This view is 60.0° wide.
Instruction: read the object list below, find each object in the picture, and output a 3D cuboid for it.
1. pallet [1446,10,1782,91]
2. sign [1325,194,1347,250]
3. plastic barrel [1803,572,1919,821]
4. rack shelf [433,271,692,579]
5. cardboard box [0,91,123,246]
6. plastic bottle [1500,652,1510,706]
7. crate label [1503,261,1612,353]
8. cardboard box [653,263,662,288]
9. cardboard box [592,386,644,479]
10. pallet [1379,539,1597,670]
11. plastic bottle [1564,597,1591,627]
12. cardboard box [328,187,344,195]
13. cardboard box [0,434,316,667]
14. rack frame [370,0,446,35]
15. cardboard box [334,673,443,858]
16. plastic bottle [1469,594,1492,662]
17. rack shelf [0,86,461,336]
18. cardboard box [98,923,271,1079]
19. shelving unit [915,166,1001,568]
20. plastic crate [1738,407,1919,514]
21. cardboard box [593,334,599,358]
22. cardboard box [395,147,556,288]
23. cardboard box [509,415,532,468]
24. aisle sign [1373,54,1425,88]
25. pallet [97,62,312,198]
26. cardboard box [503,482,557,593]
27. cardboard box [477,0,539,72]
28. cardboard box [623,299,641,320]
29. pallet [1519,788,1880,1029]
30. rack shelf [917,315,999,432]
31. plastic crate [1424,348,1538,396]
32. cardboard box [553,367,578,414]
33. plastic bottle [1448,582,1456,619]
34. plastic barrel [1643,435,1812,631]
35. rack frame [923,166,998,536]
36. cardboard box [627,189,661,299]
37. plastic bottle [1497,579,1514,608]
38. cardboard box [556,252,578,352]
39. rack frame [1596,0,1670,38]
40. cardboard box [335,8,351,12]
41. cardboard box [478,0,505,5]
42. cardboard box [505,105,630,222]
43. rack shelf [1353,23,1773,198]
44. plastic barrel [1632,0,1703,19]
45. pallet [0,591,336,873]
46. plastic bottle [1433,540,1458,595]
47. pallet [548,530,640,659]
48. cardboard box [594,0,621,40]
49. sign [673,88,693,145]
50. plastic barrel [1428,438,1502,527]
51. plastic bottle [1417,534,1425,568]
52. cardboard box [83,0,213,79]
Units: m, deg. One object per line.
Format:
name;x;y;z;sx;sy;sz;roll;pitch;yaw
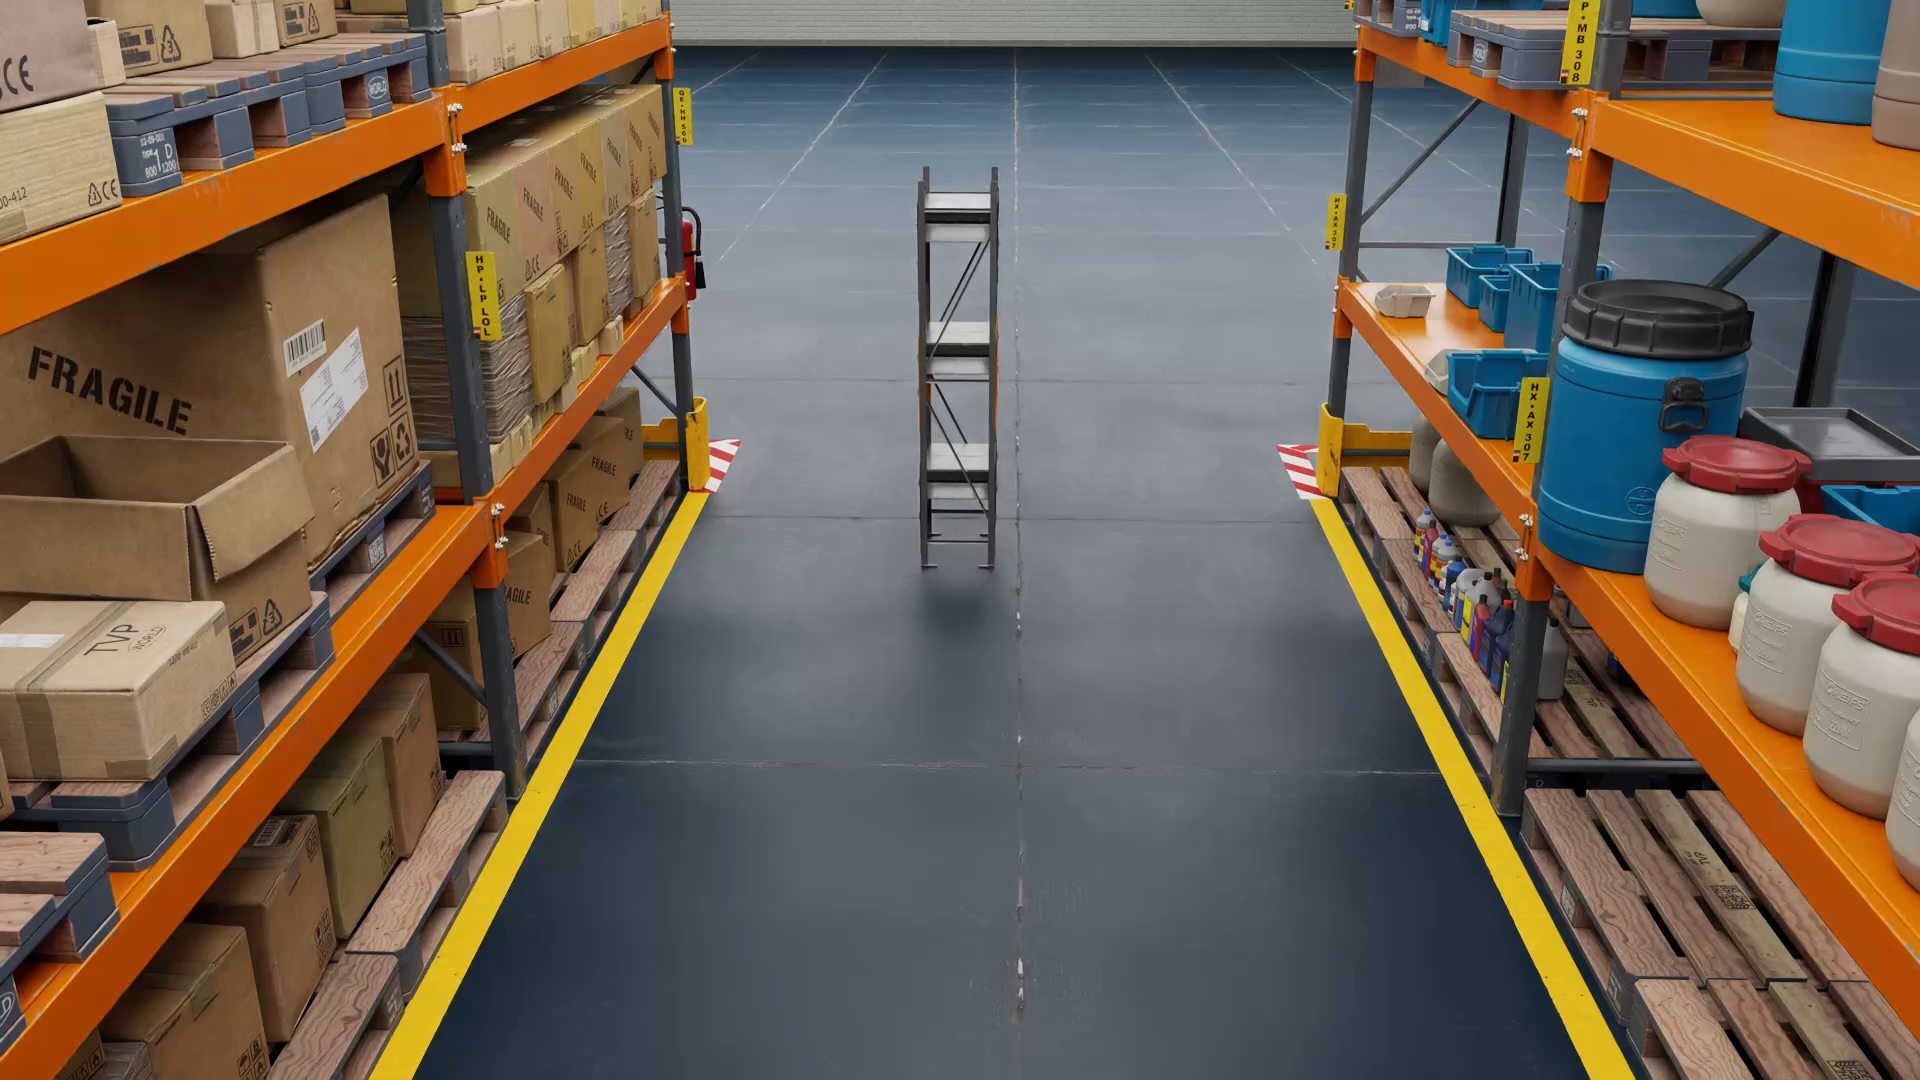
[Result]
pallet;2.580;-1.874;6.325;1.213;0.211;1.003;1;21;2
sign;2.228;-1.884;9.856;0.100;0.325;0.005;1;21;2
plastic barrel;2.372;0.401;4.162;0.433;0.535;0.433;0;21;0
rack shelf;-2.234;-0.743;8.293;1.077;0.370;4.000;1;21;2
cardboard box;-2.126;-0.777;3.445;0.500;0.250;0.500;1;21;3
plastic bottle;2.341;0.582;7.028;0.061;0.283;0.133;2;21;4
crate label;2.992;-1.096;8.157;0.502;0.435;0.616;1;21;2
cardboard box;-1.976;-1.580;9.800;0.380;0.149;0.250;1;21;2
cardboard box;-2.209;-0.607;9.821;0.500;0.500;0.500;5;22;12
pallet;2.752;0.314;8.428;1.003;0.211;1.213;1;21;2
plastic bottle;2.965;0.262;7.865;0.152;0.276;0.135;1;21;2
cardboard box;-2.556;-1.173;6.473;0.500;0.500;0.500;1;21;2
cardboard box;-2.255;0.028;4.586;0.797;0.503;0.637;3;21;7
rack frame;-2.295;-3.153;5.214;1.000;3.000;0.127;1;21;2
cardboard box;-2.335;0.826;6.100;0.700;0.500;0.500;-1;21;-3
plastic bottle;2.356;0.395;7.511;0.061;0.283;0.133;2;21;5
rack shelf;-2.356;-0.696;4.023;1.077;0.370;4.000;1;21;2
cardboard box;-2.402;1.403;4.615;0.700;0.500;0.500;2;21;6
shelving unit;-0.005;-0.919;8.995;0.431;2.100;0.503;1;21;2
plastic crate;2.947;-0.153;5.687;0.402;0.464;0.583;1;21;2
cardboard box;-1.993;-0.946;8.169;0.380;0.149;0.250;1;21;2
cardboard box;-2.013;-1.348;6.924;0.500;0.500;0.500;1;21;2
cardboard box;-1.967;-0.403;6.769;0.380;0.149;0.250;1;21;2
aisle sign;2.487;-2.989;9.491;0.394;0.787;0.004;1;21;2
pallet;-2.449;-1.070;4.252;1.213;0.211;1.003;1;21;2
cardboard box;-2.293;0.037;8.162;0.500;0.500;0.500;-1;21;-3
cardboard box;-2.014;-2.035;6.689;0.500;0.250;0.500;0;21;1
cardboard box;-1.963;-1.308;9.101;0.380;0.149;0.250;1;21;2
pallet;2.671;1.283;5.930;1.003;0.211;1.213;1;21;2
rack shelf;-0.005;-0.906;9.000;0.431;0.518;0.480;1;21;2
plastic crate;2.452;-0.768;7.727;0.530;0.136;0.437;1;21;2
cardboard box;-1.940;-0.674;7.468;0.380;0.149;0.250;1;21;2
plastic bottle;2.388;0.274;7.935;0.097;0.201;0.097;0;21;0
plastic barrel;2.407;-0.021;5.249;0.433;0.535;0.433;0;21;0
rack frame;0.002;-1.007;9.222;0.400;2.100;0.015;1;21;2
cardboard box;-2.113;-1.607;8.974;0.875;0.500;0.500;1;21;2
plastic bottle;2.506;0.330;7.680;0.061;0.283;0.133;1;21;2
cardboard box;-2.255;-1.065;7.578;0.875;0.500;0.500;1;21;2
rack frame;2.656;-3.098;5.073;1.000;3.000;0.127;1;21;2
cardboard box;-2.542;-1.852;6.216;0.500;0.250;0.500;1;21;4
cardboard box;-2.007;-2.179;6.509;0.380;0.149;0.250;1;21;2
cardboard box;-1.970;-1.890;8.322;0.500;0.500;0.500;1;21;2
rack shelf;2.717;-2.087;7.610;1.077;0.370;4.000;1;21;2
plastic barrel;2.793;-2.488;6.374;0.600;0.901;0.708;1;21;2
pallet;-2.397;0.464;4.452;1.003;0.211;1.213;1;21;2
plastic bottle;2.397;0.132;8.207;0.097;0.271;0.097;0;21;0
pallet;-2.276;0.259;8.570;1.003;0.211;1.213;1;21;2
cardboard box;-1.970;-2.588;8.112;0.500;0.250;0.500;1;21;3
sign;-1.619;-2.476;9.725;0.100;0.325;0.005;1;21;2
plastic barrel;2.819;-0.363;9.178;0.421;0.512;0.421;0;21;0
plastic bottle;2.408;0.042;8.535;0.097;0.201;0.097;0;21;0
cardboard box;-2.436;-1.489;4.349;0.797;0.503;0.637;1;21;4
